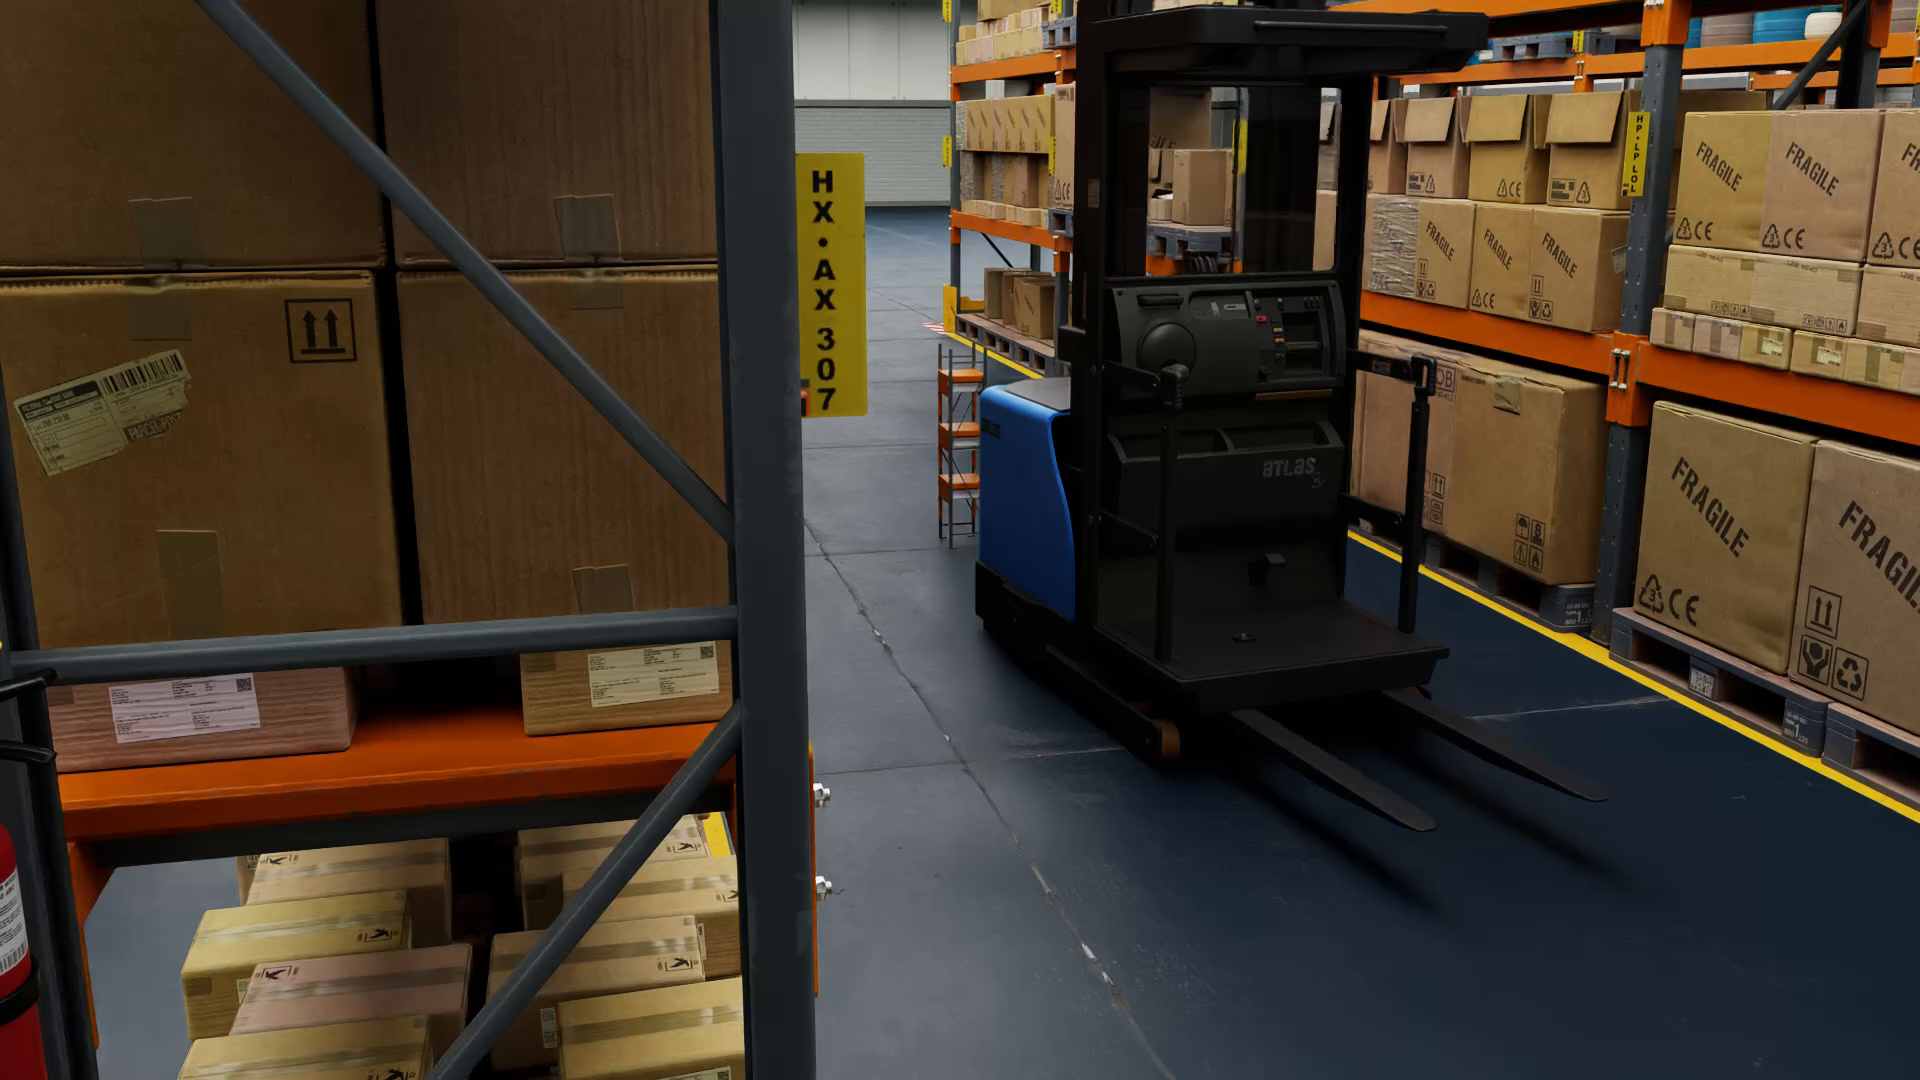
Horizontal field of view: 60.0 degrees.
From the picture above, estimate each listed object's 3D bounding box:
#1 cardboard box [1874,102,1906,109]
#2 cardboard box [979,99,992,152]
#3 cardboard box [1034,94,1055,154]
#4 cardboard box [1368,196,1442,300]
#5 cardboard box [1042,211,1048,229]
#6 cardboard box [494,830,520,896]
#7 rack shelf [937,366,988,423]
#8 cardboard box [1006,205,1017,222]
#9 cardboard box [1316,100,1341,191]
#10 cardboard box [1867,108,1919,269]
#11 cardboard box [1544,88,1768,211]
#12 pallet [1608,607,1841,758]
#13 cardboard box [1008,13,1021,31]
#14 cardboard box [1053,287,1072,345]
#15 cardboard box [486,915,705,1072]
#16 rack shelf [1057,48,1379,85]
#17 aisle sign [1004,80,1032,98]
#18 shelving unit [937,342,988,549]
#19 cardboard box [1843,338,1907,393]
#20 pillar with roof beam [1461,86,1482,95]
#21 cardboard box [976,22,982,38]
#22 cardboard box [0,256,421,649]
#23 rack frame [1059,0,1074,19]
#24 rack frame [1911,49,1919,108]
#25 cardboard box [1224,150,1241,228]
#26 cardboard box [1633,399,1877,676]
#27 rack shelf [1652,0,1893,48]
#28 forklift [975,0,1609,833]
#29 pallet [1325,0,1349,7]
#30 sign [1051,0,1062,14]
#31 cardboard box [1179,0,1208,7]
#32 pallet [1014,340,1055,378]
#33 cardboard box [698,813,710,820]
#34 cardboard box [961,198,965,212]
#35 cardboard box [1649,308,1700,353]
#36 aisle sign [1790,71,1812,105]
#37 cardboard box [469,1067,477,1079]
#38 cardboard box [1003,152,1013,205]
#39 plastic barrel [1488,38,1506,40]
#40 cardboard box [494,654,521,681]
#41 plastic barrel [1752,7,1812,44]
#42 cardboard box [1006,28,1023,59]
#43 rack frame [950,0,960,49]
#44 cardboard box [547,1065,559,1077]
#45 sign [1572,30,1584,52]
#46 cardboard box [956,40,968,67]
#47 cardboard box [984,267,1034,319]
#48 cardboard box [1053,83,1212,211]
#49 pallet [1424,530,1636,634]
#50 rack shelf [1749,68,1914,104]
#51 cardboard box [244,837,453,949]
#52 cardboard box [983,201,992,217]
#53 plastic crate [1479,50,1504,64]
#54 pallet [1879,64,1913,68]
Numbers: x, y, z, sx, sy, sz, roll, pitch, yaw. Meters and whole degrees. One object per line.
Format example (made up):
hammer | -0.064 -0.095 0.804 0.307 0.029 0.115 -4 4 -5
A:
cardboard box | 10.499 -4.565 18.346 0.700 0.500 0.500 -3 14 -13
cardboard box | 0.487 -4.114 16.501 0.500 0.500 0.500 -3 14 -13
cardboard box | 0.959 -3.653 14.613 0.500 0.500 0.500 -3 14 -13
cardboard box | 2.484 -1.531 8.665 0.500 0.500 0.500 -3 14 -13
cardboard box | 0.947 -2.855 14.821 0.380 0.149 0.250 -3 14 -13
cardboard box | -0.934 0.738 4.081 0.380 0.149 0.250 -3 14 -10
rack shelf | 0.013 -0.763 8.687 0.215 0.259 0.240 -3 14 -13
cardboard box | 0.658 -3.143 16.002 0.380 0.149 0.250 -3 14 -13
cardboard box | 2.428 -2.329 9.814 0.797 0.503 0.637 -3 14 -11
cardboard box | 3.310 -1.117 5.288 0.500 0.500 0.500 -4 14 -15
cardboard box | 3.053 -1.722 7.333 0.797 0.503 0.637 -4 14 -15
pallet | 3.314 0.495 6.458 1.003 0.211 1.213 -3 14 -13
cardboard box | 0.661 -4.826 15.515 0.380 0.149 0.250 -3 14 -11
cardboard box | 1.136 -2.101 15.589 0.500 0.500 0.500 1 14 5
cardboard box | -0.669 0.831 3.072 0.380 0.149 0.250 -3 14 -12
rack shelf | 1.802 -3.532 12.257 1.077 0.370 4.000 -3 14 -13
aisle sign | 0.670 -5.102 18.012 0.394 0.787 0.004 -3 14 -13
shelving unit | 0.013 -0.498 8.752 0.215 1.050 0.252 -3 14 -13
cardboard box | 3.205 -0.590 5.551 0.380 0.149 0.250 -3 14 -14
pillar with roof beam | 7.431 -11.350 36.423 9.100 9.000 0.400 -3 14 -13
cardboard box | 0.374 -5.126 16.745 0.380 0.149 0.250 -3 14 -11
cardboard box | -1.050 -0.146 2.368 0.500 0.500 0.500 -3 14 -12
rack frame | 1.332 -5.800 13.705 1.000 3.000 0.127 -3 14 -13
rack frame | 7.086 -2.239 11.769 1.000 3.000 0.127 -3 14 -13
cardboard box | 2.106 -2.337 11.079 0.500 0.500 0.500 -5 15 -20
cardboard box | 3.289 -0.055 6.423 0.875 0.875 0.875 -3 14 -13
rack shelf | 3.681 -1.686 4.703 1.077 0.370 4.000 -3 14 -13
forklift | 1.063 -0.757 5.850 1.130 2.935 3.031 -5 15 -20
pallet | 2.475 -3.182 9.710 1.213 0.211 1.003 -3 14 -11
sign | 0.807 -4.562 13.868 0.100 0.325 0.005 -3 14 -13
cardboard box | 1.792 -3.556 11.160 0.500 0.250 0.500 -3 14 -13
pallet | 1.140 -1.684 15.374 1.003 0.211 1.213 -3 14 -13
cardboard box | -0.815 0.586 4.078 0.380 0.149 0.250 -3 14 -12
cardboard box | 0.228 -3.607 17.900 0.380 0.149 0.250 -3 14 -13
cardboard box | 2.957 -0.831 6.537 0.380 0.149 0.250 -3 14 -13
aisle sign | 10.293 -5.654 20.271 0.394 0.787 0.004 -3 14 -13
cardboard box | -1.158 1.088 3.276 0.380 0.149 0.250 -3 14 -13
cardboard box | 0.911 -3.530 16.219 0.875 0.500 0.500 -3 14 -13
plastic barrel | 5.599 -5.581 17.848 0.600 0.588 0.600 0 14 0
cardboard box | -0.552 0.109 2.691 0.380 0.149 0.250 -3 14 -11
plastic barrel | 6.785 -4.455 13.465 0.600 0.901 0.708 -3 14 -13
cardboard box | 0.734 -4.598 15.425 0.500 0.250 0.500 -3 14 -14
rack frame | 0.393 -6.722 17.482 1.000 3.000 0.127 -3 14 -13
cardboard box | -0.577 0.971 3.127 0.380 0.149 0.250 -3 14 -13
sign | 5.610 -4.595 15.074 0.100 0.325 0.005 -3 14 -13
cardboard box | 0.255 -5.067 17.341 0.500 0.250 0.500 -3 14 -12
cardboard box | 0.523 -2.653 17.847 0.500 0.500 0.500 -1 14 -3
cardboard box | 1.383 -3.190 13.513 1.000 1.000 1.000 -3 14 -13
pallet | 2.957 0.141 7.905 1.003 0.211 1.213 -3 14 -13
rack shelf | 10.493 -5.006 18.291 1.077 0.370 4.000 -3 14 -13
cardboard box | -1.252 0.743 3.434 0.380 0.149 0.250 -4 14 -15
cardboard box | 0.443 -3.375 16.951 0.380 0.149 0.250 -3 14 -13
plastic crate | 5.377 -4.838 16.645 0.243 0.136 0.396 -3 14 -13
pallet | 10.454 -5.327 18.277 1.003 0.211 1.213 -3 14 -13
